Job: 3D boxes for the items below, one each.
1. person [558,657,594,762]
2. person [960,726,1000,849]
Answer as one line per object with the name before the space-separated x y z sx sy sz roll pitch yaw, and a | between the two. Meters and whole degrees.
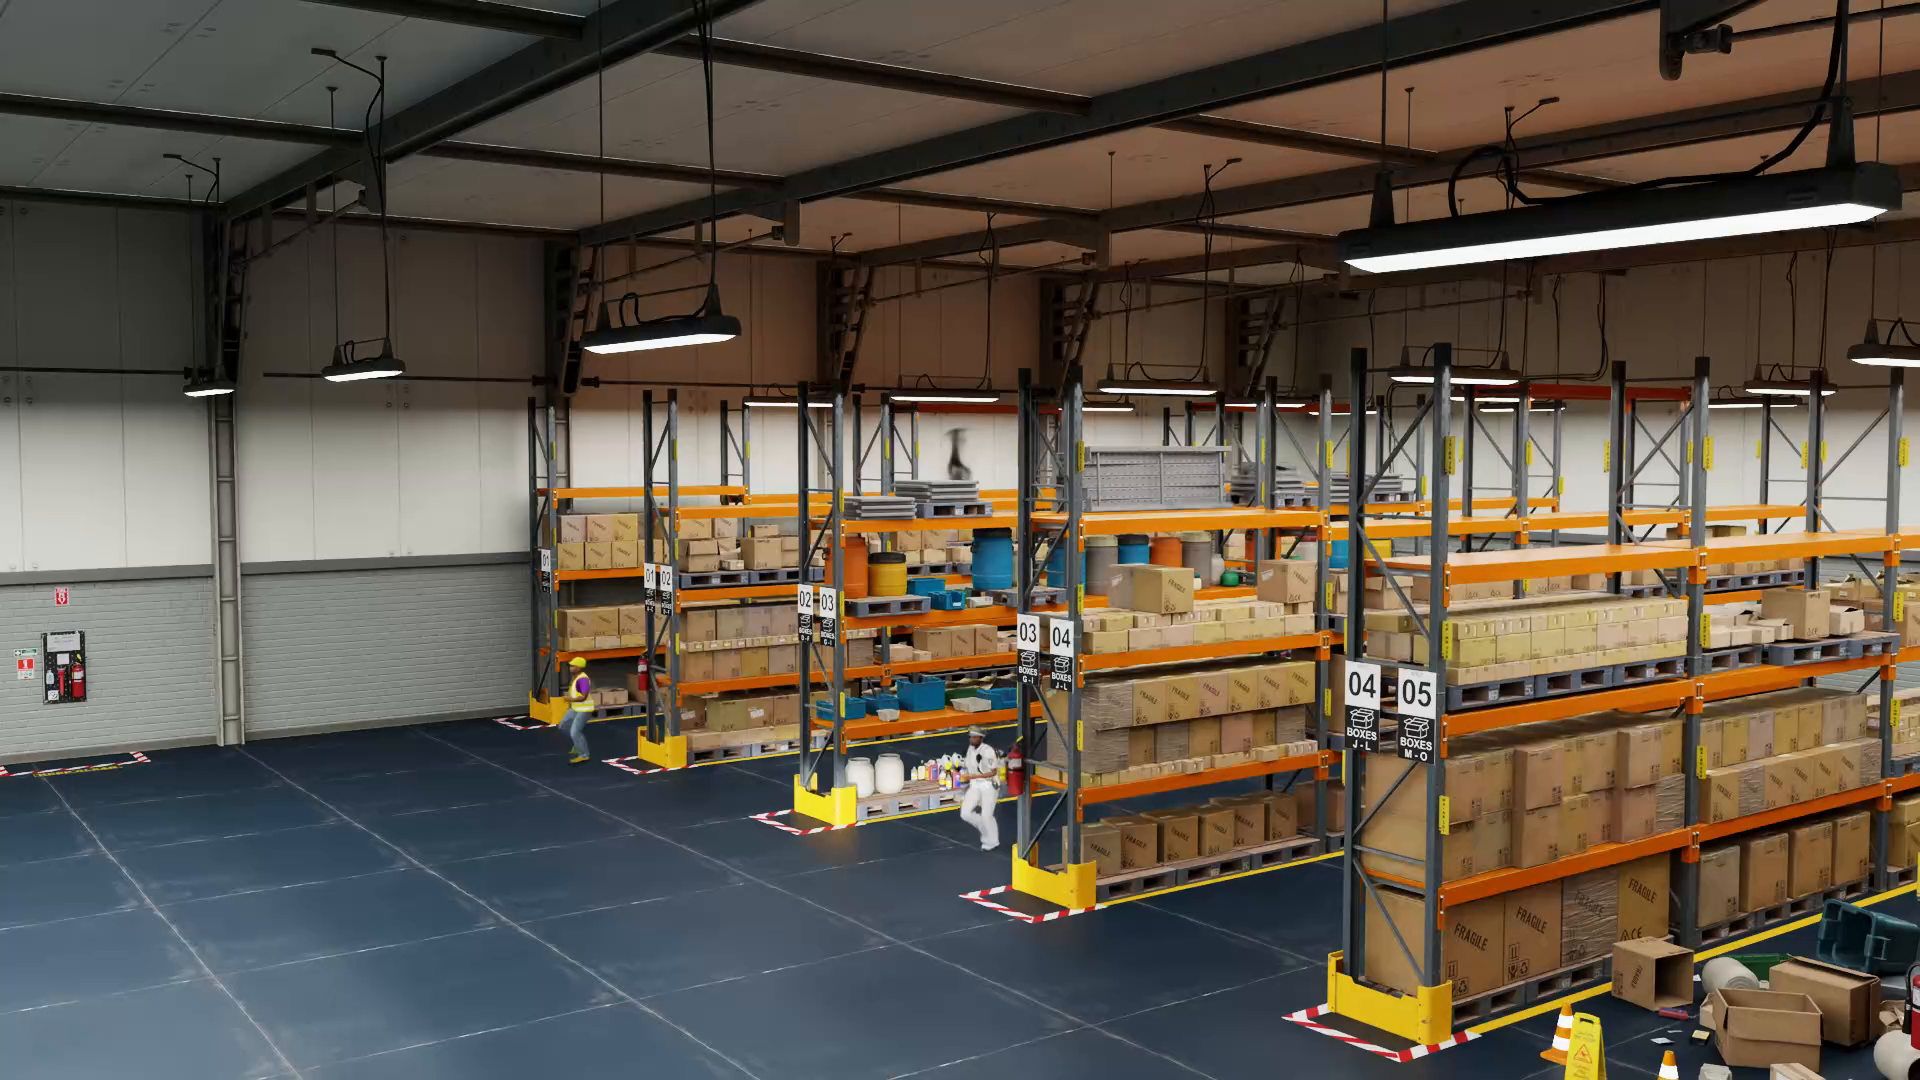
person | -6.148 2.735 26.788 0.606 1.720 0.807 -3 4 -39
person | 0.267 3.102 20.850 0.532 1.613 0.706 3 4 39
